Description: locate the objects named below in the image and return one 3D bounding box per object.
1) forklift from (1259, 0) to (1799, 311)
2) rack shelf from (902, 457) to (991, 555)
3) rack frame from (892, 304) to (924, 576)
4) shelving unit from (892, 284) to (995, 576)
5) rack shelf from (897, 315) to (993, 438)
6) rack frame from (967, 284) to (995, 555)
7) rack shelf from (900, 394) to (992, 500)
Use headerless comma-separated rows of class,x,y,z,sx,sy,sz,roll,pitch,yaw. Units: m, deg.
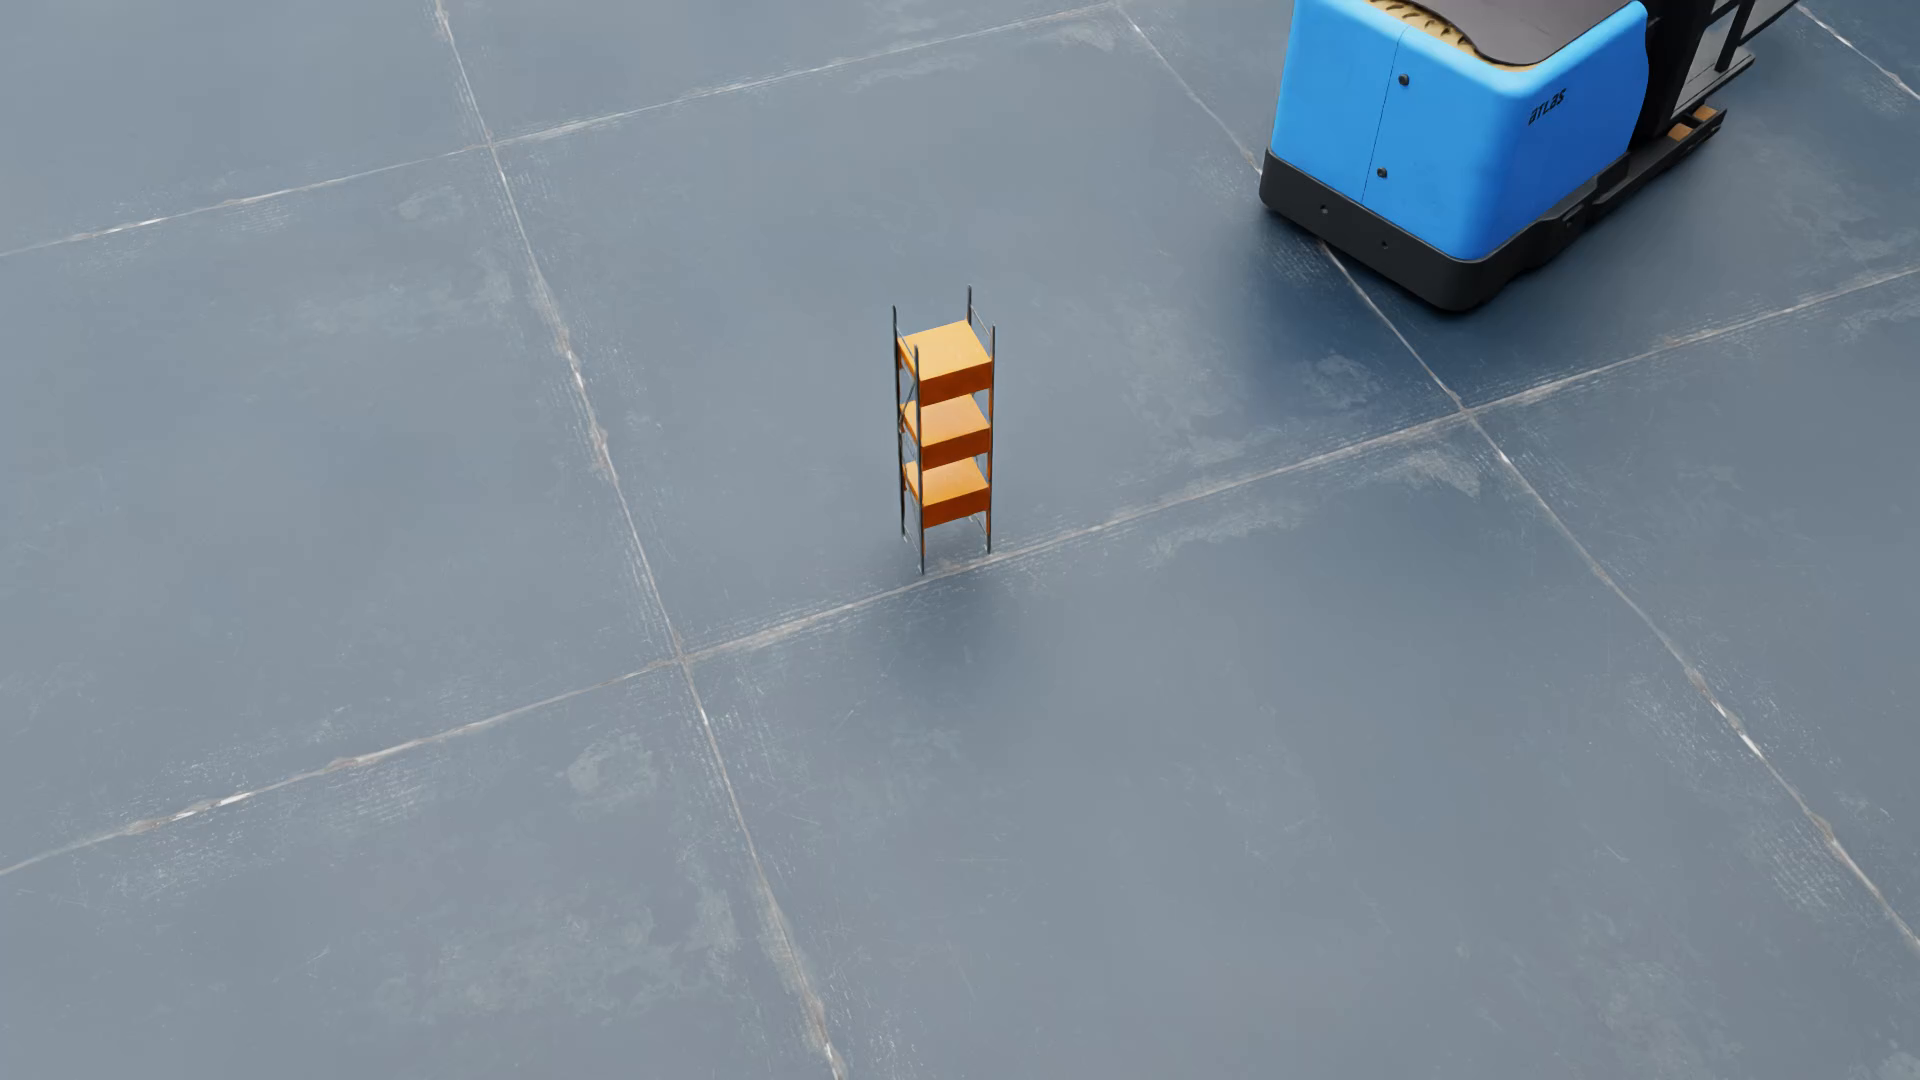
forklift,2.659,-2.830,6.248,3.031,2.935,1.130,-35,58,-26
rack shelf,-0.050,-0.139,5.557,0.240,0.259,0.215,-17,52,-14
rack frame,-0.162,-0.292,5.308,0.008,1.050,0.200,-17,52,-14
shelving unit,-0.050,-0.327,5.339,0.252,1.050,0.215,-17,52,-14
rack shelf,-0.050,-0.505,5.131,0.240,0.259,0.215,-17,52,-14
rack frame,0.063,-0.362,5.369,0.008,1.050,0.200,-17,52,-14
rack shelf,-0.050,-0.320,5.347,0.240,0.259,0.215,-17,52,-14
